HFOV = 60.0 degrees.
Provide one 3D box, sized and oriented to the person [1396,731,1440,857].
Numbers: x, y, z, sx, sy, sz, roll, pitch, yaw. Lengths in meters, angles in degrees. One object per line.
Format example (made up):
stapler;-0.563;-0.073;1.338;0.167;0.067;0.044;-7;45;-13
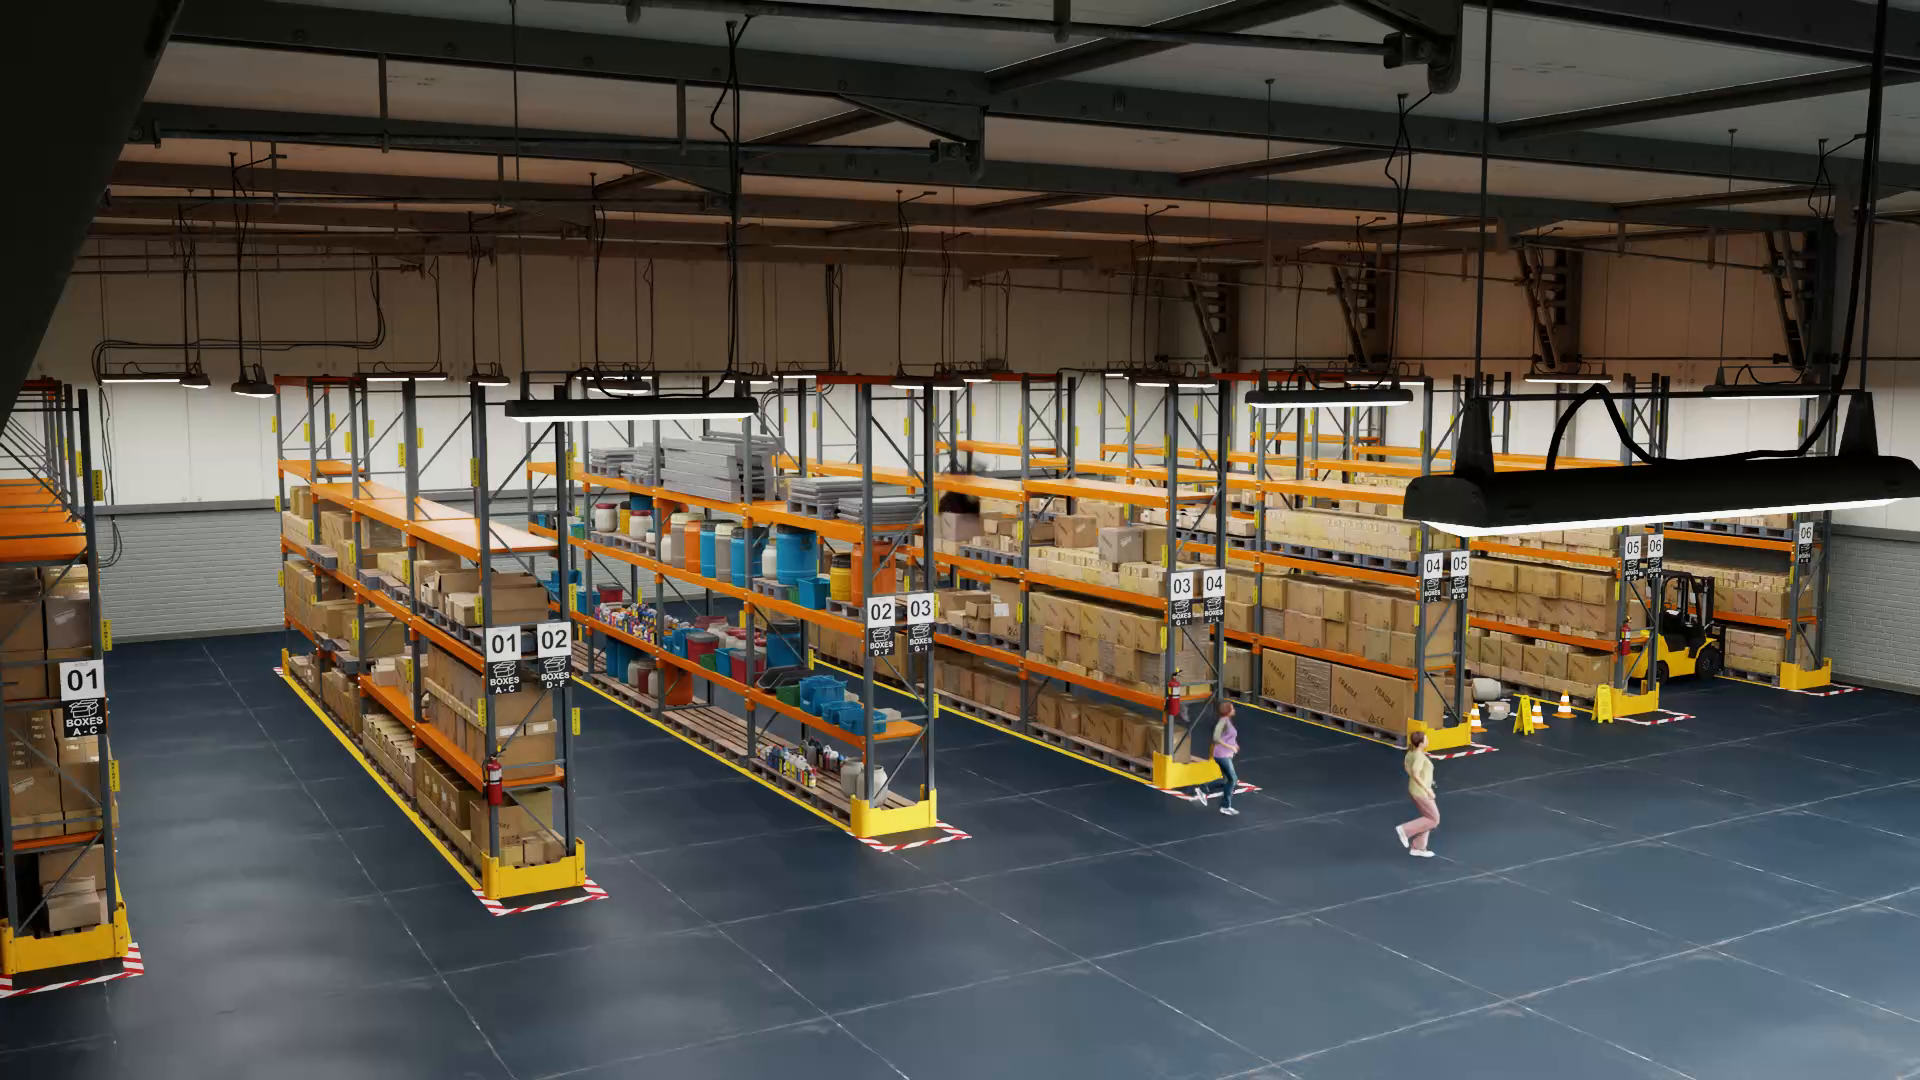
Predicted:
person;5.803;3.224;21.135;0.561;1.629;0.582;0;6;-3

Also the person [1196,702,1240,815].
person;3.629;3.036;23.294;0.629;1.562;0.580;2;7;19

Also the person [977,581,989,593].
person;0.593;0.933;42.091;0.517;1.598;0.709;3;7;24

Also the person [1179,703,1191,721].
person;3.919;2.263;29.224;0.748;1.827;0.625;6;8;41
